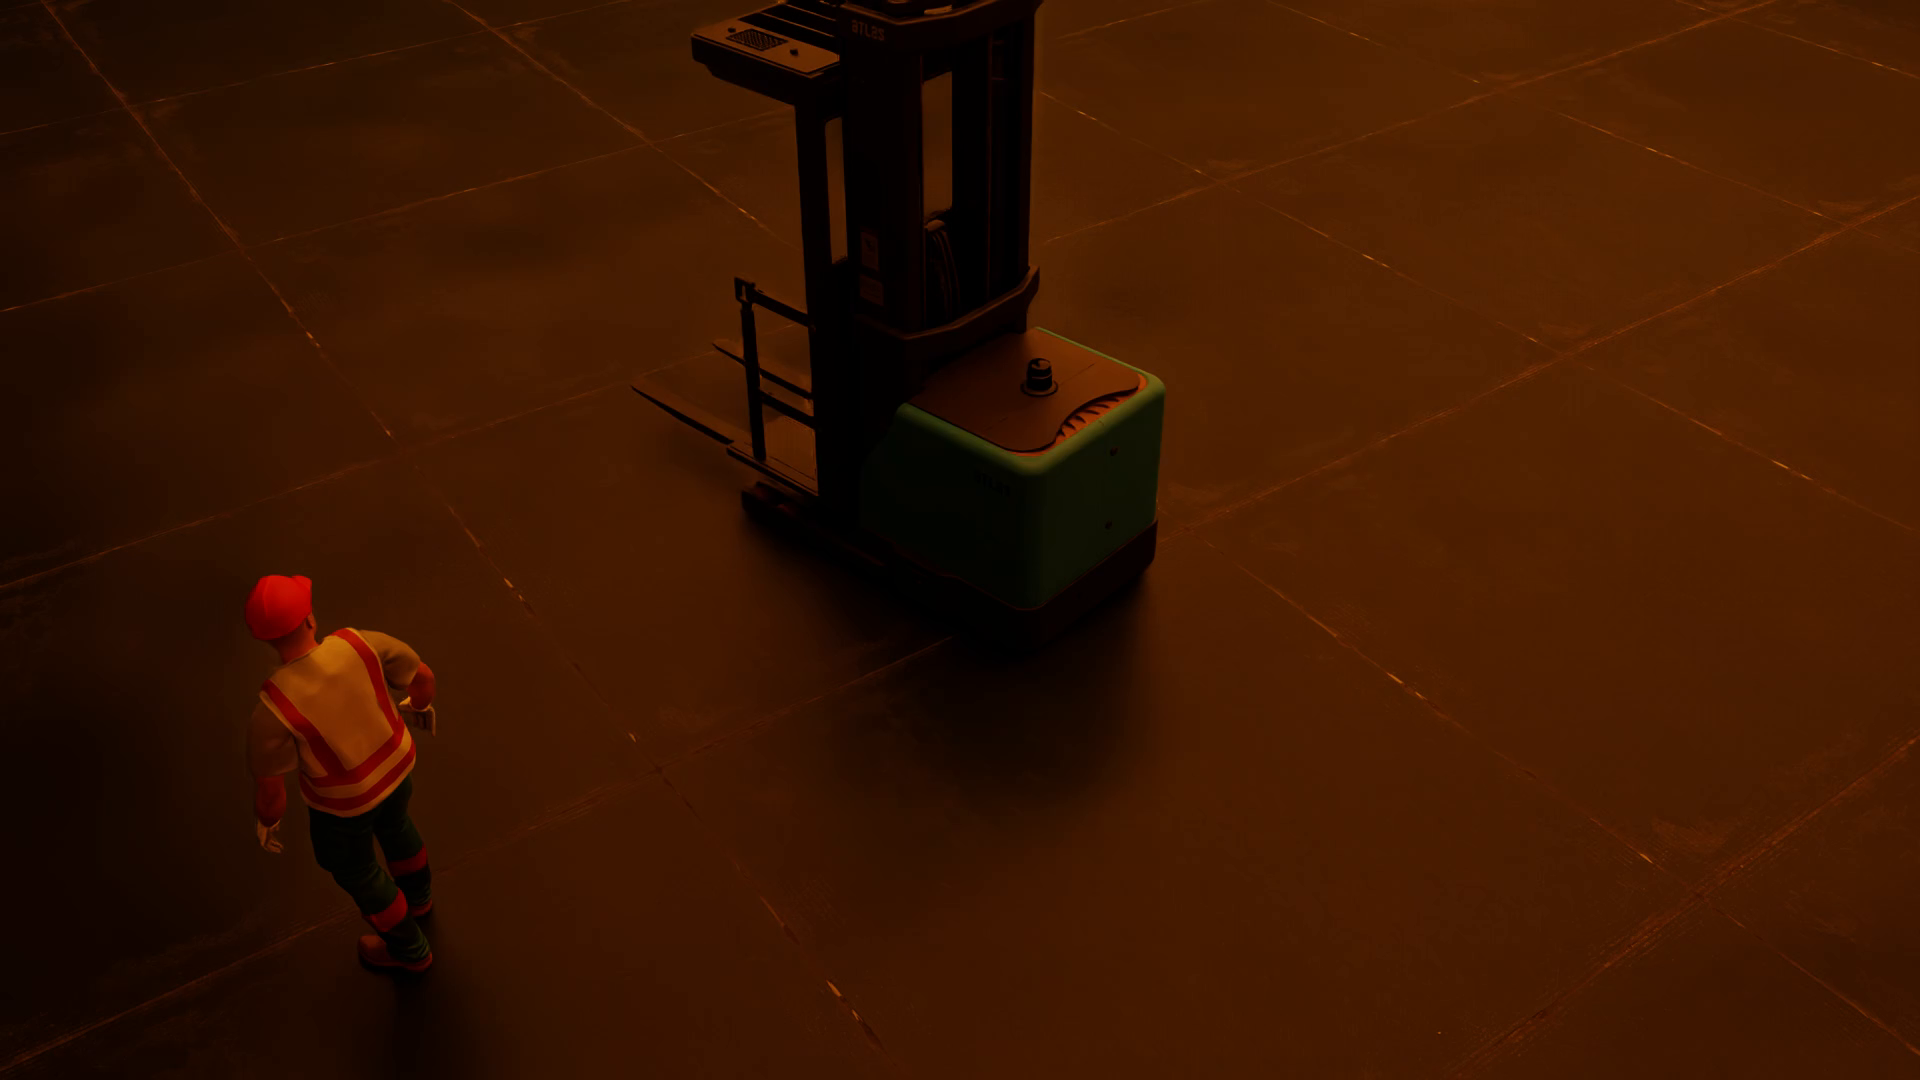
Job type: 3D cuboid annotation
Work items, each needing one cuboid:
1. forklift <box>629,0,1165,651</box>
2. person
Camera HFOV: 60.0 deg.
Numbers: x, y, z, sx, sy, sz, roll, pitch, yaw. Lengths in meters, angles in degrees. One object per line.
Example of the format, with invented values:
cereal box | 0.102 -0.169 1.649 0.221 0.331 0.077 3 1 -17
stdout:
forklift | -0.480 -1.417 7.861 3.031 2.935 1.130 28 45 32
person | -2.174 0.805 5.833 0.512 1.772 0.757 19 40 24
